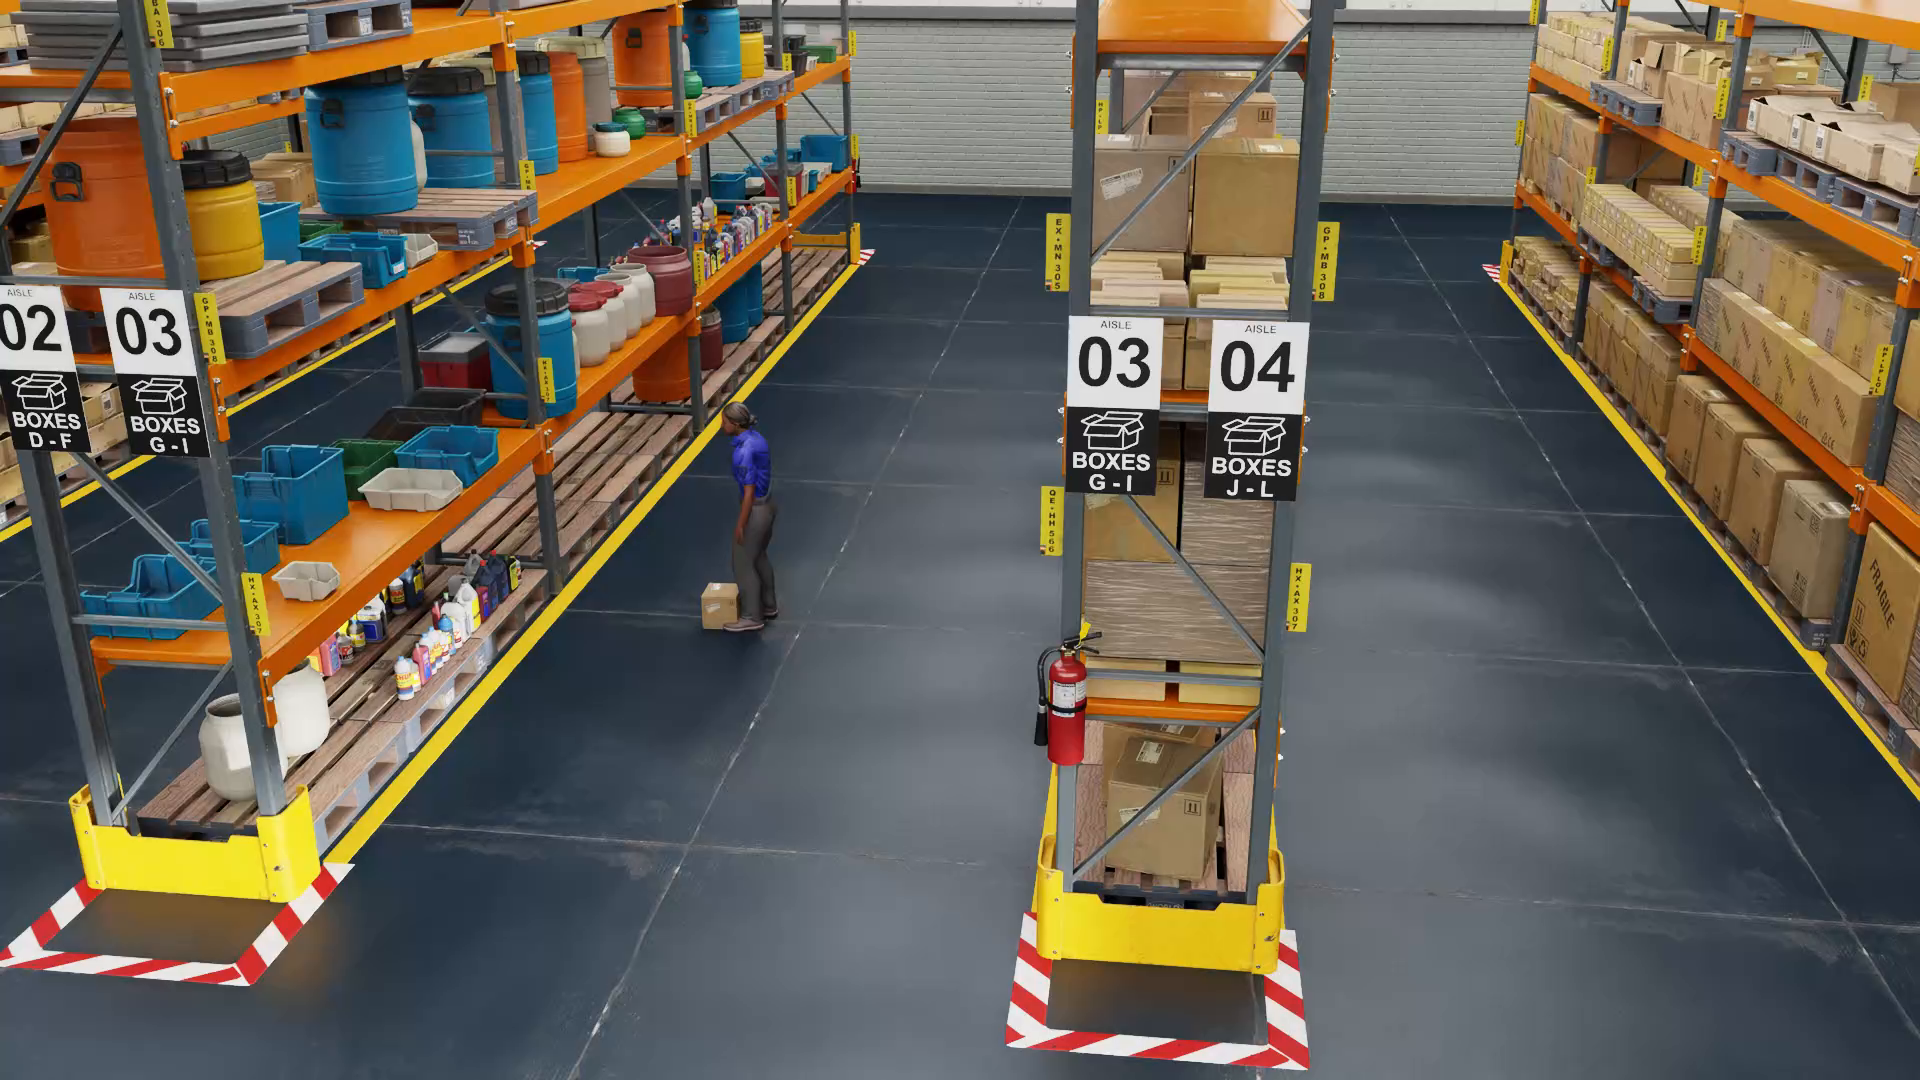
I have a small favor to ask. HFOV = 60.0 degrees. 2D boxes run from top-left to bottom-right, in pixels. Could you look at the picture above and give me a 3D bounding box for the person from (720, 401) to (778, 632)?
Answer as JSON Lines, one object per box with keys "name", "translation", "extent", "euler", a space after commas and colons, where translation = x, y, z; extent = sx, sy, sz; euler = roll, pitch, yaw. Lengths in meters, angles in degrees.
{"name": "person", "translation": [-1.476, -0.176, 11.541], "extent": [0.394, 1.656, 0.528], "euler": [2, 21, 4]}
